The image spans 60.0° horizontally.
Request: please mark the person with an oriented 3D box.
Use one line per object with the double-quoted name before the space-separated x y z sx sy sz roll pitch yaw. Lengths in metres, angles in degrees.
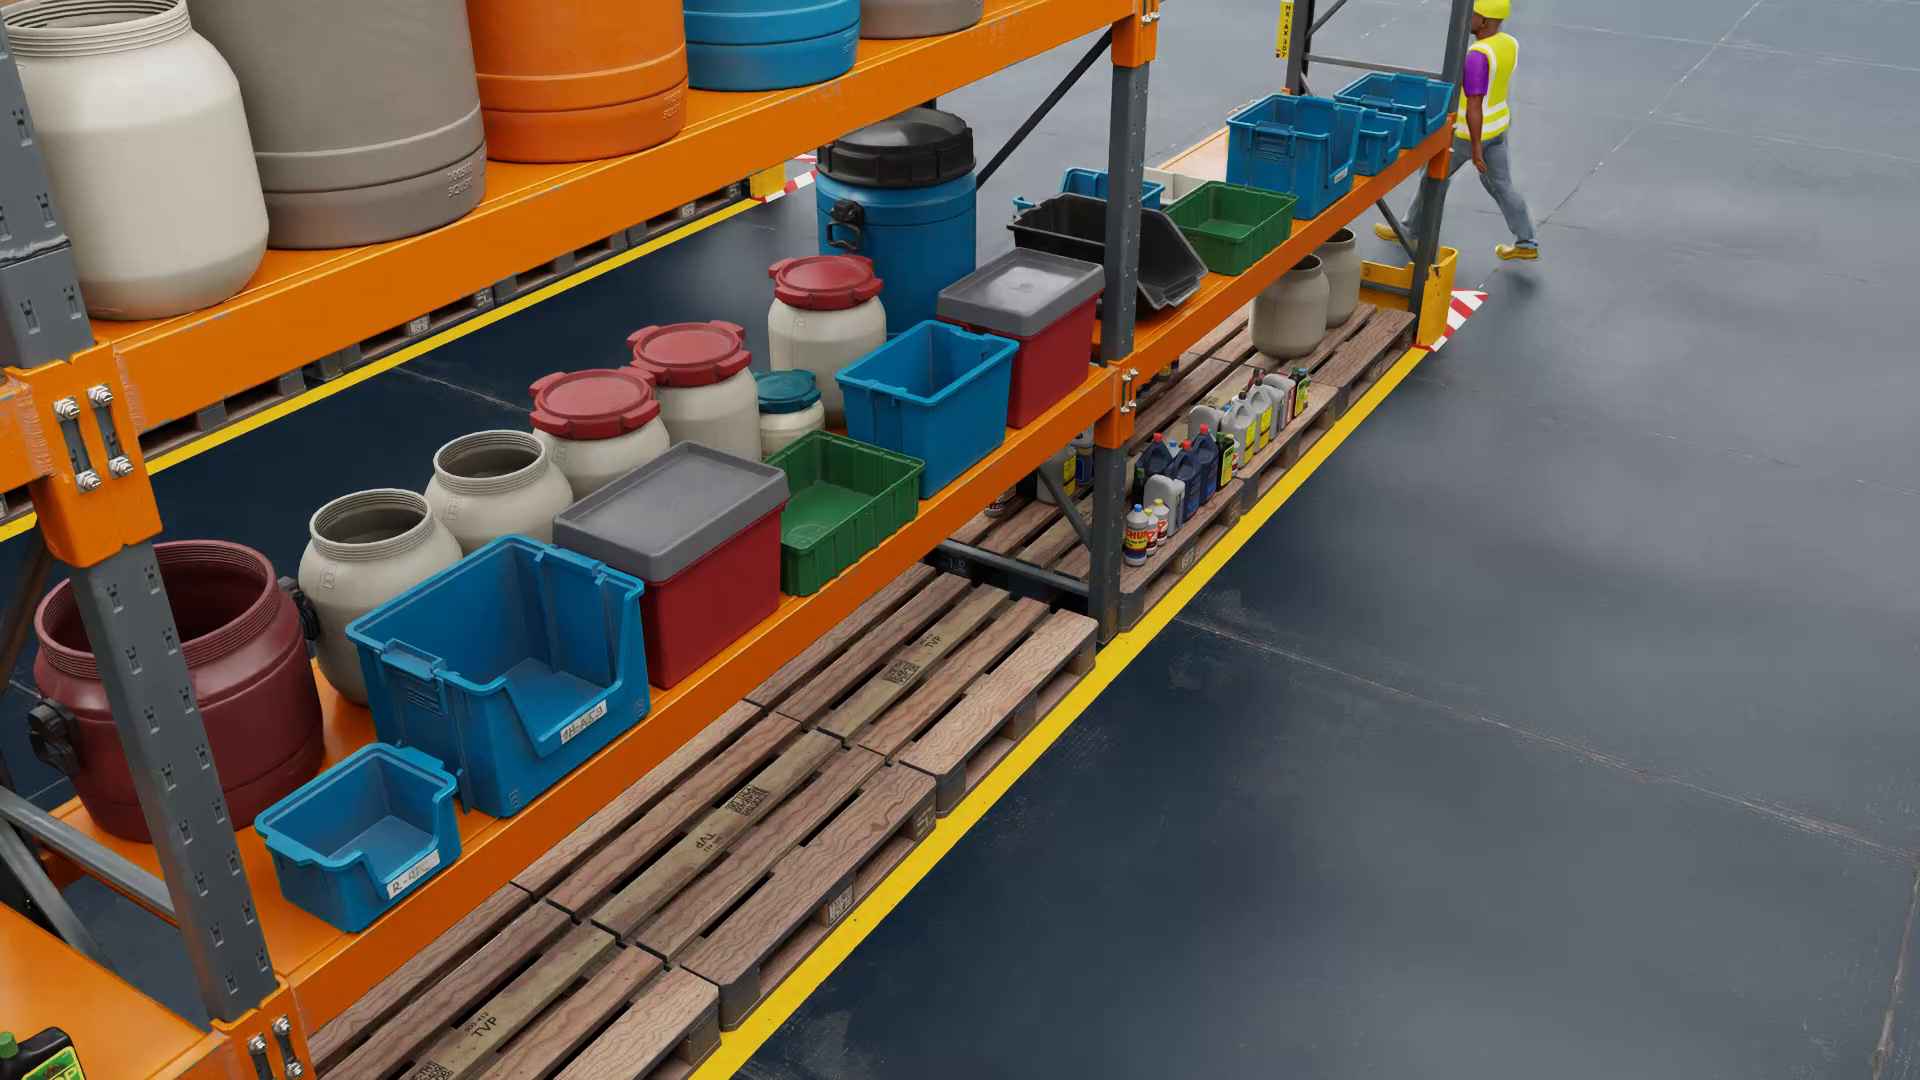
"person" 3.279 -2.645 10.647 1.113 1.715 0.655 26 39 37
